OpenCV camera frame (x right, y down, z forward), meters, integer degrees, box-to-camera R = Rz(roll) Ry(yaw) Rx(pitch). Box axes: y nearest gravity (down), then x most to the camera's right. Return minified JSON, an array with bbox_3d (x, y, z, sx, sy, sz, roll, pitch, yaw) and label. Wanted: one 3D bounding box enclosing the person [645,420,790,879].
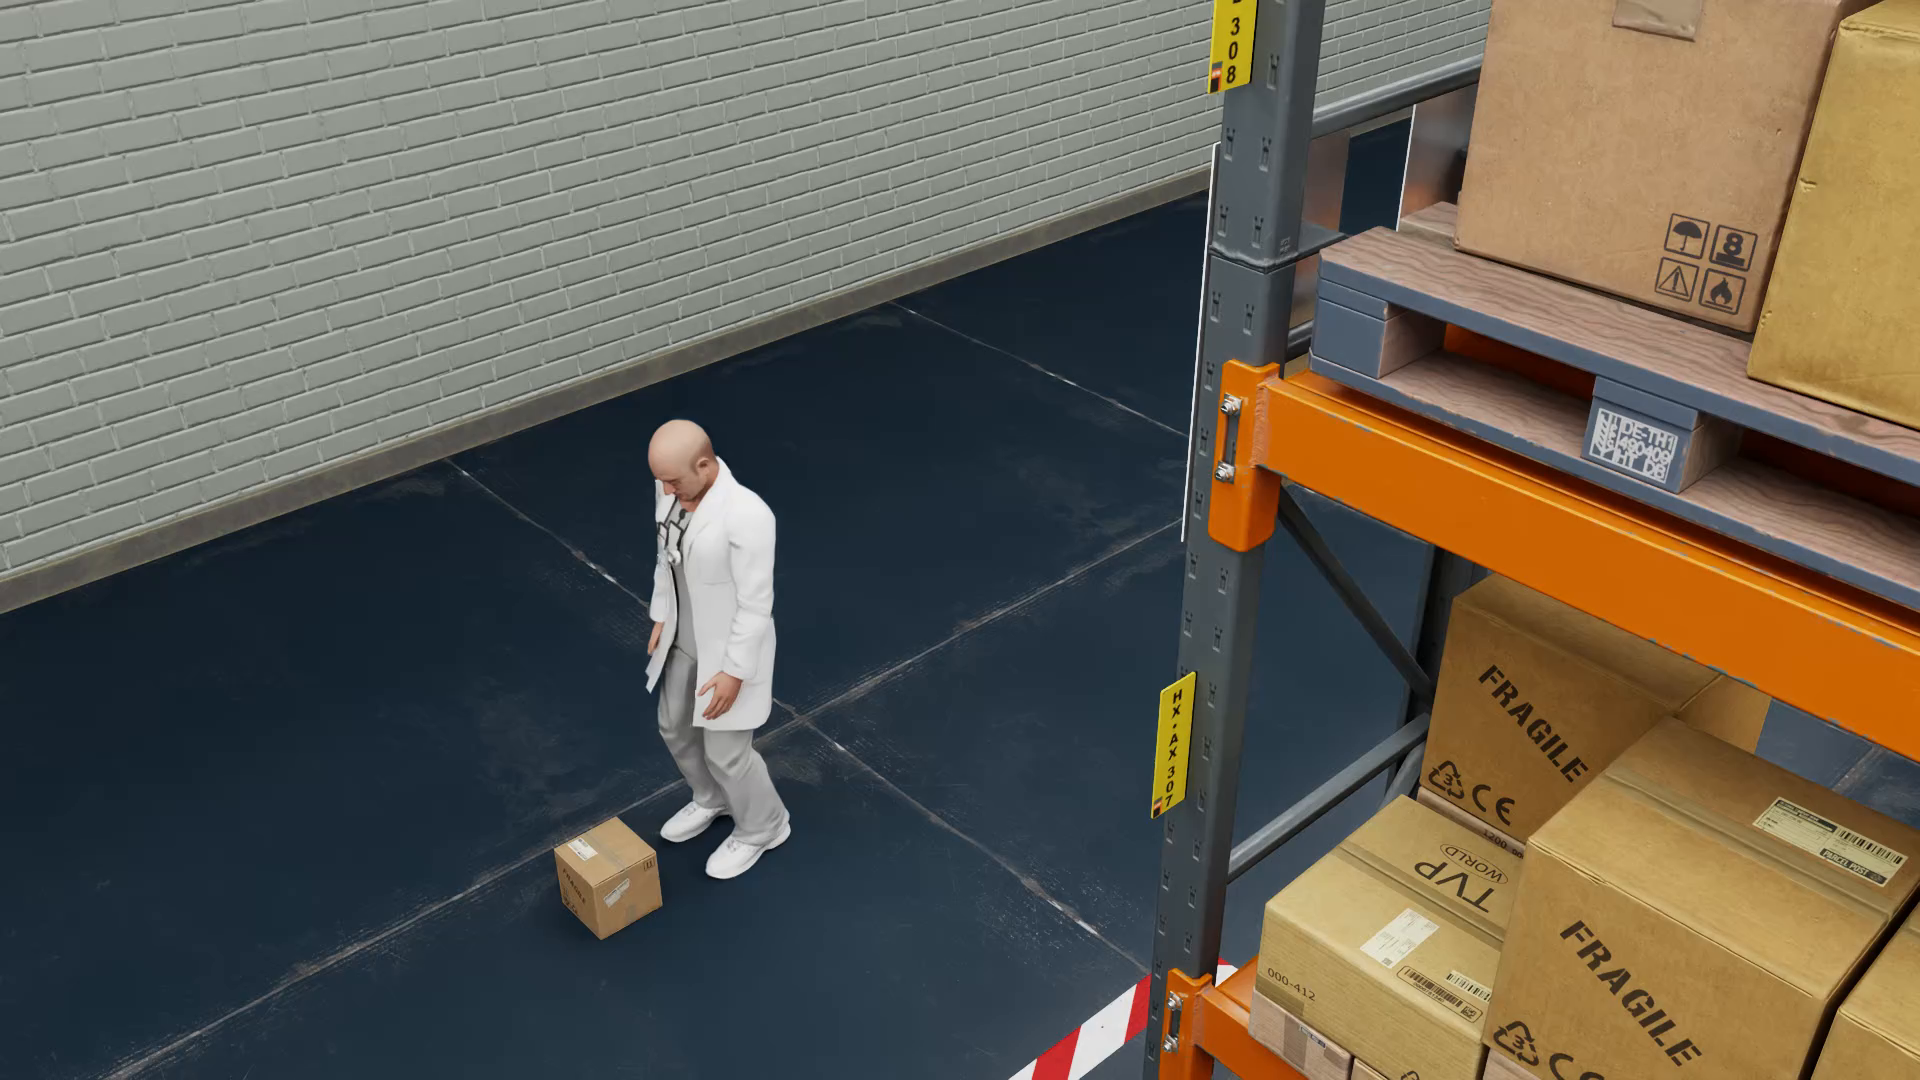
[{"bbox_3d":[-0.828,0.362,5.604,0.403,1.738,0.583,-25,39,-34],"label":"person"}]
